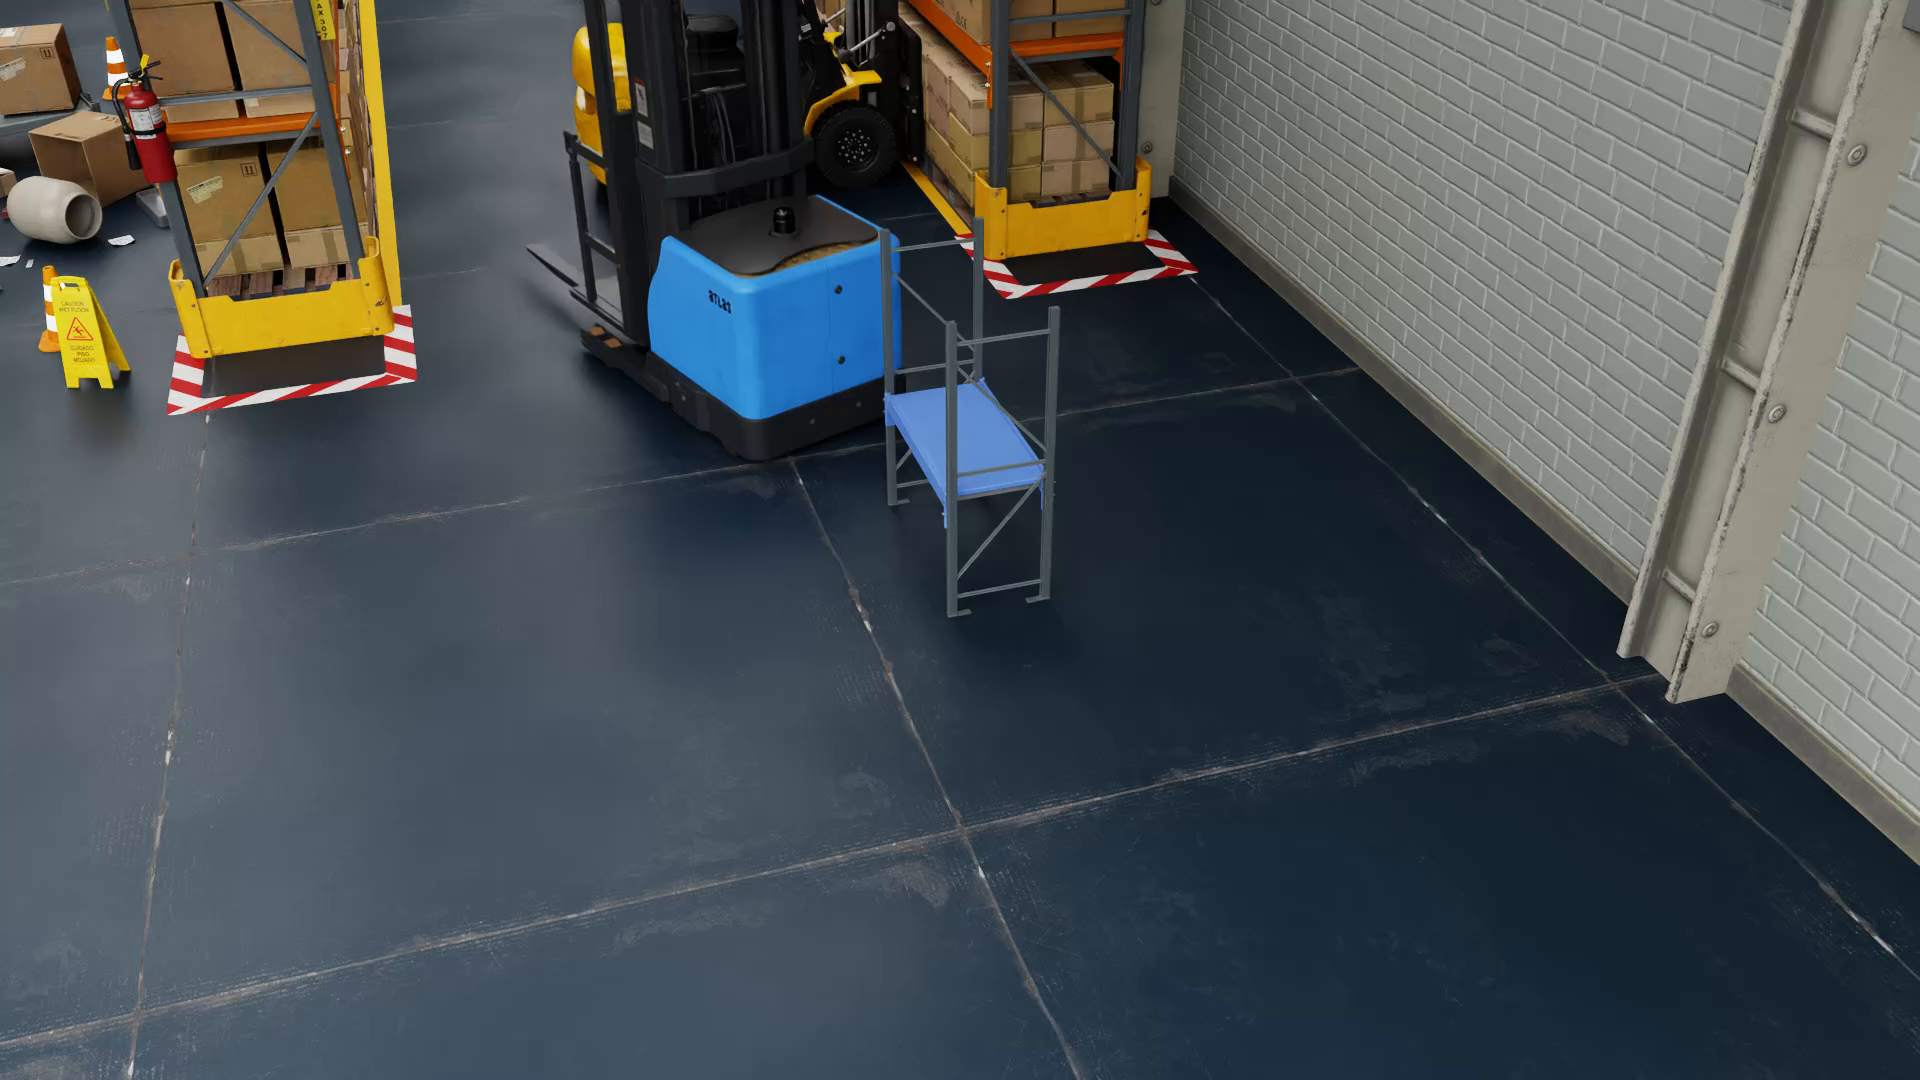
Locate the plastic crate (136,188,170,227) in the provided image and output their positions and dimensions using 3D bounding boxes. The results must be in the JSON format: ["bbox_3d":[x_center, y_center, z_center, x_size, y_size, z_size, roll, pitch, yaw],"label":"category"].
[{"bbox_3d":[-5.564,-2.389,11.793,0.402,0.080,0.583,-23,40,-31],"label":"plastic crate"}]

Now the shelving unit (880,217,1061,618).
[{"bbox_3d":[0.026,-0.581,7.769,0.538,1.500,1.048,-10,35,-15],"label":"shelving unit"}]

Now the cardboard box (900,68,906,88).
[{"bbox_3d":[-0.231,-3.541,12.548,0.500,0.250,0.500,-10,35,-15],"label":"cardboard box"}]

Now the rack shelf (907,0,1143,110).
[{"bbox_3d":[0.074,-4.056,12.319,1.077,0.370,4.000,-10,35,-15],"label":"rack shelf"}]

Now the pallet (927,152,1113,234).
[{"bbox_3d":[0.411,-2.537,11.898,1.003,0.211,1.213,-10,35,-15],"label":"pallet"}]

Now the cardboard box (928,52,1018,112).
[{"bbox_3d":[0.086,-3.207,11.589,0.500,0.250,0.500,-9,35,-14],"label":"cardboard box"}]

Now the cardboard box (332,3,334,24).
[{"bbox_3d":[-4.398,-3.546,11.123,0.380,0.149,0.250,-10,35,-14],"label":"cardboard box"}]

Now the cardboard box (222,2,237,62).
[{"bbox_3d":[-4.618,-3.137,9.916,0.500,0.500,0.500,-10,35,-15],"label":"cardboard box"}]

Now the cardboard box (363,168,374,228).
[{"bbox_3d":[-4.173,-2.236,11.027,0.500,0.250,0.500,-9,34,-13],"label":"cardboard box"}]

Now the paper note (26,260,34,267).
[{"bbox_3d":[-6.160,-1.832,11.013,0.032,0.001,0.123,-10,35,-15],"label":"paper note"}]

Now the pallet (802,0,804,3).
[{"bbox_3d":[-1.173,-5.264,16.025,1.003,0.211,1.213,-10,35,-15],"label":"pallet"}]

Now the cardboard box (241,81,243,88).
[{"bbox_3d":[-4.039,-2.708,9.855,0.380,0.149,0.250,-10,35,-14],"label":"cardboard box"}]

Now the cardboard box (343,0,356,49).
[{"bbox_3d":[-5.647,-4.300,14.039,0.950,0.372,0.625,-8,34,-12],"label":"cardboard box"}]

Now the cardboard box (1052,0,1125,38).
[{"bbox_3d":[0.798,-3.654,10.969,0.500,0.500,0.500,-9,34,-13],"label":"cardboard box"}]

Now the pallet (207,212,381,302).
[{"bbox_3d":[-4.279,-1.778,10.749,1.003,0.211,1.213,-10,35,-15],"label":"pallet"}]

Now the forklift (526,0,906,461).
[{"bbox_3d":[-1.601,-2.391,9.210,1.130,2.935,3.031,-23,40,-31],"label":"forklift"}]

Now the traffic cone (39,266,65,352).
[{"bbox_3d":[-5.401,-1.420,9.978,0.336,0.463,0.334,-10,35,-15],"label":"traffic cone"}]

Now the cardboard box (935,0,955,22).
[{"bbox_3d":[0.135,-3.836,11.243,0.500,0.500,0.500,-9,34,-13],"label":"cardboard box"}]

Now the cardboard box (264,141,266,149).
[{"bbox_3d":[-4.697,-2.460,10.685,0.500,0.500,0.500,-9,34,-13],"label":"cardboard box"}]

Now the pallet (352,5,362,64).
[{"bbox_3d":[-5.876,-4.456,14.802,1.003,0.211,1.213,-10,35,-15],"label":"pallet"}]

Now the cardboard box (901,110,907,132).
[{"bbox_3d":[-0.226,-3.323,12.671,0.500,0.250,0.500,-9,34,-13],"label":"cardboard box"}]

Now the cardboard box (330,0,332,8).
[{"bbox_3d":[-4.402,-3.735,10.820,0.500,0.500,0.500,-11,35,-16],"label":"cardboard box"}]

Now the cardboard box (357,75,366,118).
[{"bbox_3d":[-4.825,-3.332,12.685,0.500,0.250,0.500,-8,34,-13],"label":"cardboard box"}]

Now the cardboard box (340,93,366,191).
[{"bbox_3d":[-4.196,-2.566,10.846,0.500,0.500,0.500,-11,35,-17],"label":"cardboard box"}]

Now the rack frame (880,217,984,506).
[{"bbox_3d":[-0.129,-0.848,8.173,0.500,1.500,0.032,-10,35,-15],"label":"rack frame"}]

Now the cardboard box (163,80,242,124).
[{"bbox_3d":[-4.359,-2.525,9.578,0.380,0.149,0.250,-9,34,-13],"label":"cardboard box"}]

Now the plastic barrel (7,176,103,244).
[{"bbox_3d":[-6.113,-2.224,11.232,0.512,0.421,0.421,13,36,18],"label":"plastic barrel"}]

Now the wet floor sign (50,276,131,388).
[{"bbox_3d":[-5.003,-1.207,9.492,0.267,0.644,0.232,1,33,2],"label":"wet floor sign"}]

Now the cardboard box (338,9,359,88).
[{"bbox_3d":[-4.826,-3.645,12.478,0.500,0.500,0.500,-10,35,-15],"label":"cardboard box"}]

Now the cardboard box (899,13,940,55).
[{"bbox_3d":[-0.225,-3.738,12.392,0.500,0.250,0.500,-11,35,-16],"label":"cardboard box"}]

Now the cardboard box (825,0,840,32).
[{"bbox_3d":[-0.705,-4.862,14.661,0.875,0.625,0.625,-8,34,-13],"label":"cardboard box"}]

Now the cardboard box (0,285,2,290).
[{"bbox_3d":[-6.365,-1.628,10.578,0.380,0.149,0.250,7,34,10],"label":"cardboard box"}]

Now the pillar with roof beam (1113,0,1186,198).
[{"bbox_3d":[-2.769,-5.602,8.565,9.100,9.000,0.400,-10,35,-15],"label":"pillar with roof beam"}]

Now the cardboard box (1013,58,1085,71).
[{"bbox_3d":[0.562,-3.297,11.725,0.500,0.250,0.500,-10,35,-15],"label":"cardboard box"}]

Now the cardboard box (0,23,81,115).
[{"bbox_3d":[-6.948,-3.527,12.447,0.500,0.500,0.500,-10,35,-15],"label":"cardboard box"}]

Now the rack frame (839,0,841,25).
[{"bbox_3d":[-0.536,-5.406,13.710,1.000,3.000,0.127,-10,35,-15],"label":"rack frame"}]

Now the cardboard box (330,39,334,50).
[{"bbox_3d":[-4.083,-3.202,10.014,0.500,0.500,0.500,-9,35,-13],"label":"cardboard box"}]

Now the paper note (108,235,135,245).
[{"bbox_3d":[-5.705,-2.043,11.314,0.142,0.019,0.148,-23,40,-31],"label":"paper note"}]

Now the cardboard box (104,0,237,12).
[{"bbox_3d":[-4.405,-3.284,9.231,0.700,0.500,0.500,-11,35,-16],"label":"cardboard box"}]

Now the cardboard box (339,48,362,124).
[{"bbox_3d":[-4.512,-3.110,11.669,0.500,0.500,0.500,-8,34,-12],"label":"cardboard box"}]

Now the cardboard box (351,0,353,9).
[{"bbox_3d":[-6.086,-5.064,15.195,0.950,0.372,0.625,-11,35,-16],"label":"cardboard box"}]

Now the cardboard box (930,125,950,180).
[{"bbox_3d":[0.098,-2.790,11.865,0.500,0.250,0.500,-10,35,-15],"label":"cardboard box"}]

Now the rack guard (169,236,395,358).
[{"bbox_3d":[-4.065,-1.466,10.015,1.175,0.500,0.348,-10,35,-15],"label":"rack guard"}]

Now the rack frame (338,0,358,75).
[{"bbox_3d":[-5.262,-4.569,12.444,1.000,3.000,0.127,-10,35,-15],"label":"rack frame"}]

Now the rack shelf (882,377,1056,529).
[{"bbox_3d":[0.026,-0.431,7.868,0.538,0.185,1.000,-10,35,-15],"label":"rack shelf"}]

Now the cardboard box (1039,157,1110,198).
[{"bbox_3d":[0.721,-2.625,11.614,0.500,0.250,0.500,-10,35,-15],"label":"cardboard box"}]

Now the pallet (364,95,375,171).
[{"bbox_3d":[-5.023,-3.059,12.688,1.003,0.211,1.213,-10,35,-15],"label":"pallet"}]

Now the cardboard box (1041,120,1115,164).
[{"bbox_3d":[0.739,-2.824,11.463,0.500,0.250,0.500,-9,35,-14],"label":"cardboard box"}]

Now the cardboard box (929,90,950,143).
[{"bbox_3d":[0.096,-3.010,11.745,0.500,0.250,0.500,-10,35,-15],"label":"cardboard box"}]

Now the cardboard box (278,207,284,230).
[{"bbox_3d":[-4.695,-2.150,10.895,0.500,0.250,0.500,-10,35,-15],"label":"cardboard box"}]

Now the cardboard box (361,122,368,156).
[{"bbox_3d":[-4.503,-2.786,11.859,0.500,0.250,0.500,-9,35,-14],"label":"cardboard box"}]
